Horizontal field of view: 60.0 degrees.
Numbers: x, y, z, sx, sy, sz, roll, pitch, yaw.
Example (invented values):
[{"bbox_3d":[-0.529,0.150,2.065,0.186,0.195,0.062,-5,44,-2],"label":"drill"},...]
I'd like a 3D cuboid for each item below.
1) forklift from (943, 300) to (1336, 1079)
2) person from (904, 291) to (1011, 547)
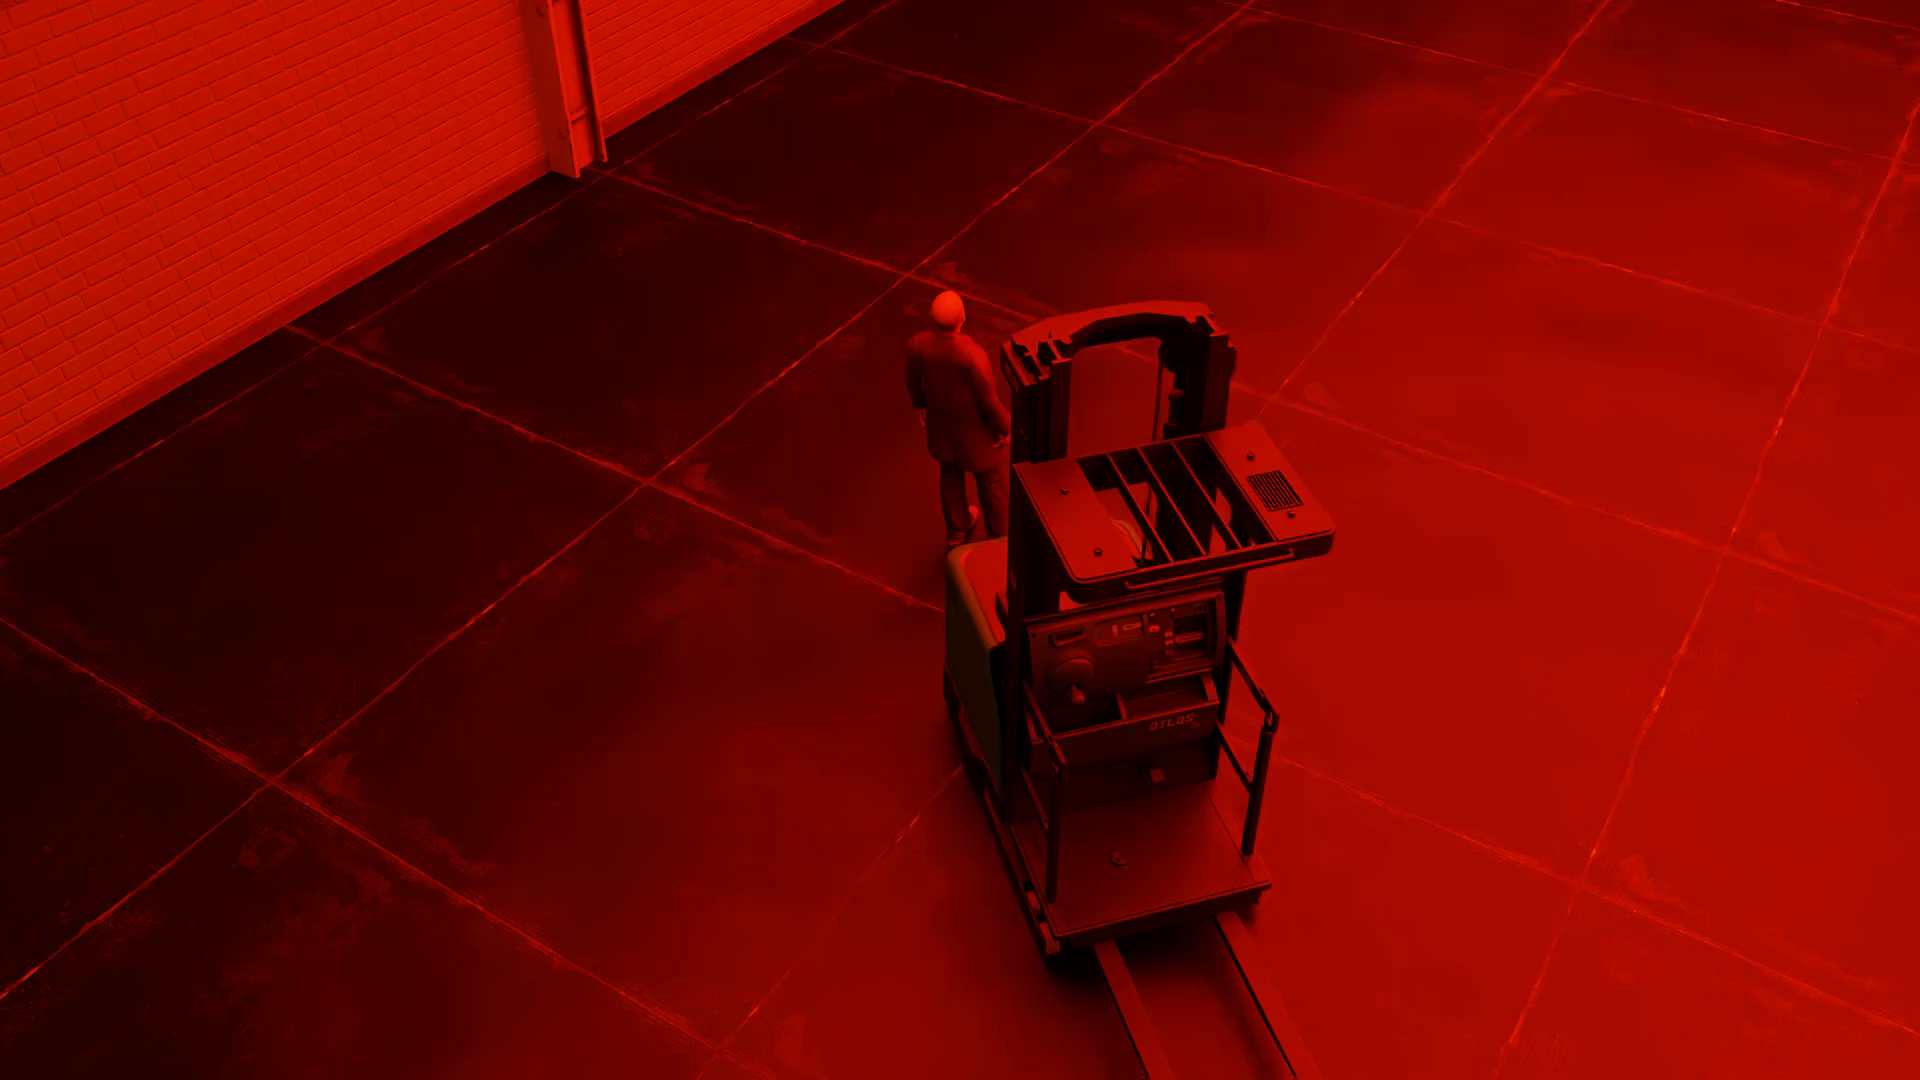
[{"bbox_3d":[0.817,0.564,7.301,1.130,2.935,3.031,-11,41,-13],"label":"forklift"},{"bbox_3d":[0.057,-0.730,9.709,0.684,1.776,0.582,22,45,24],"label":"person"}]
